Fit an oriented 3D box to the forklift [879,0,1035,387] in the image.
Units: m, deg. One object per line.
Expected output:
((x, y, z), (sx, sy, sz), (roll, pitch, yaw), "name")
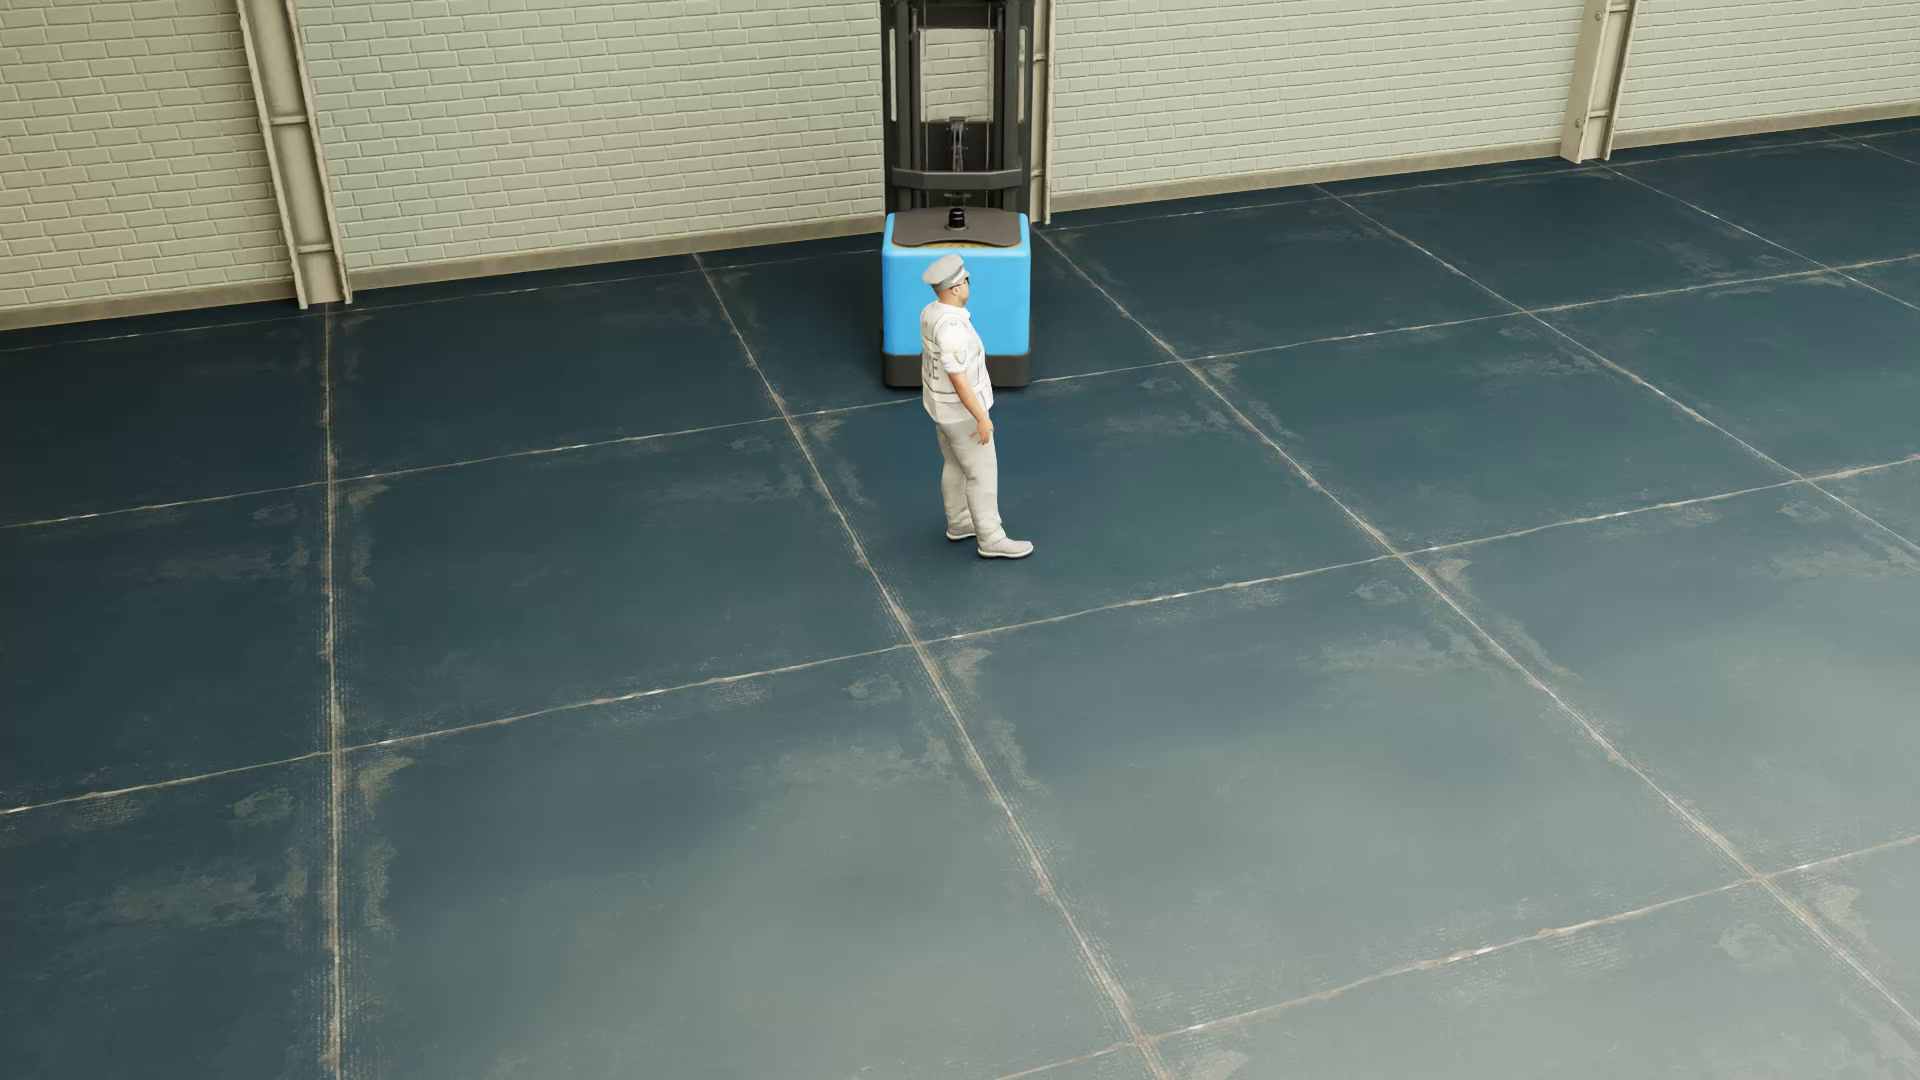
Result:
((-0.016, -3.049, 12.387), (1.130, 2.935, 3.031), (0, 30, 0), "forklift")

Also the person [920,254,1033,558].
((0.078, -0.785, 9.590), (0.574, 1.779, 0.641), (-10, 31, -16), "person")
